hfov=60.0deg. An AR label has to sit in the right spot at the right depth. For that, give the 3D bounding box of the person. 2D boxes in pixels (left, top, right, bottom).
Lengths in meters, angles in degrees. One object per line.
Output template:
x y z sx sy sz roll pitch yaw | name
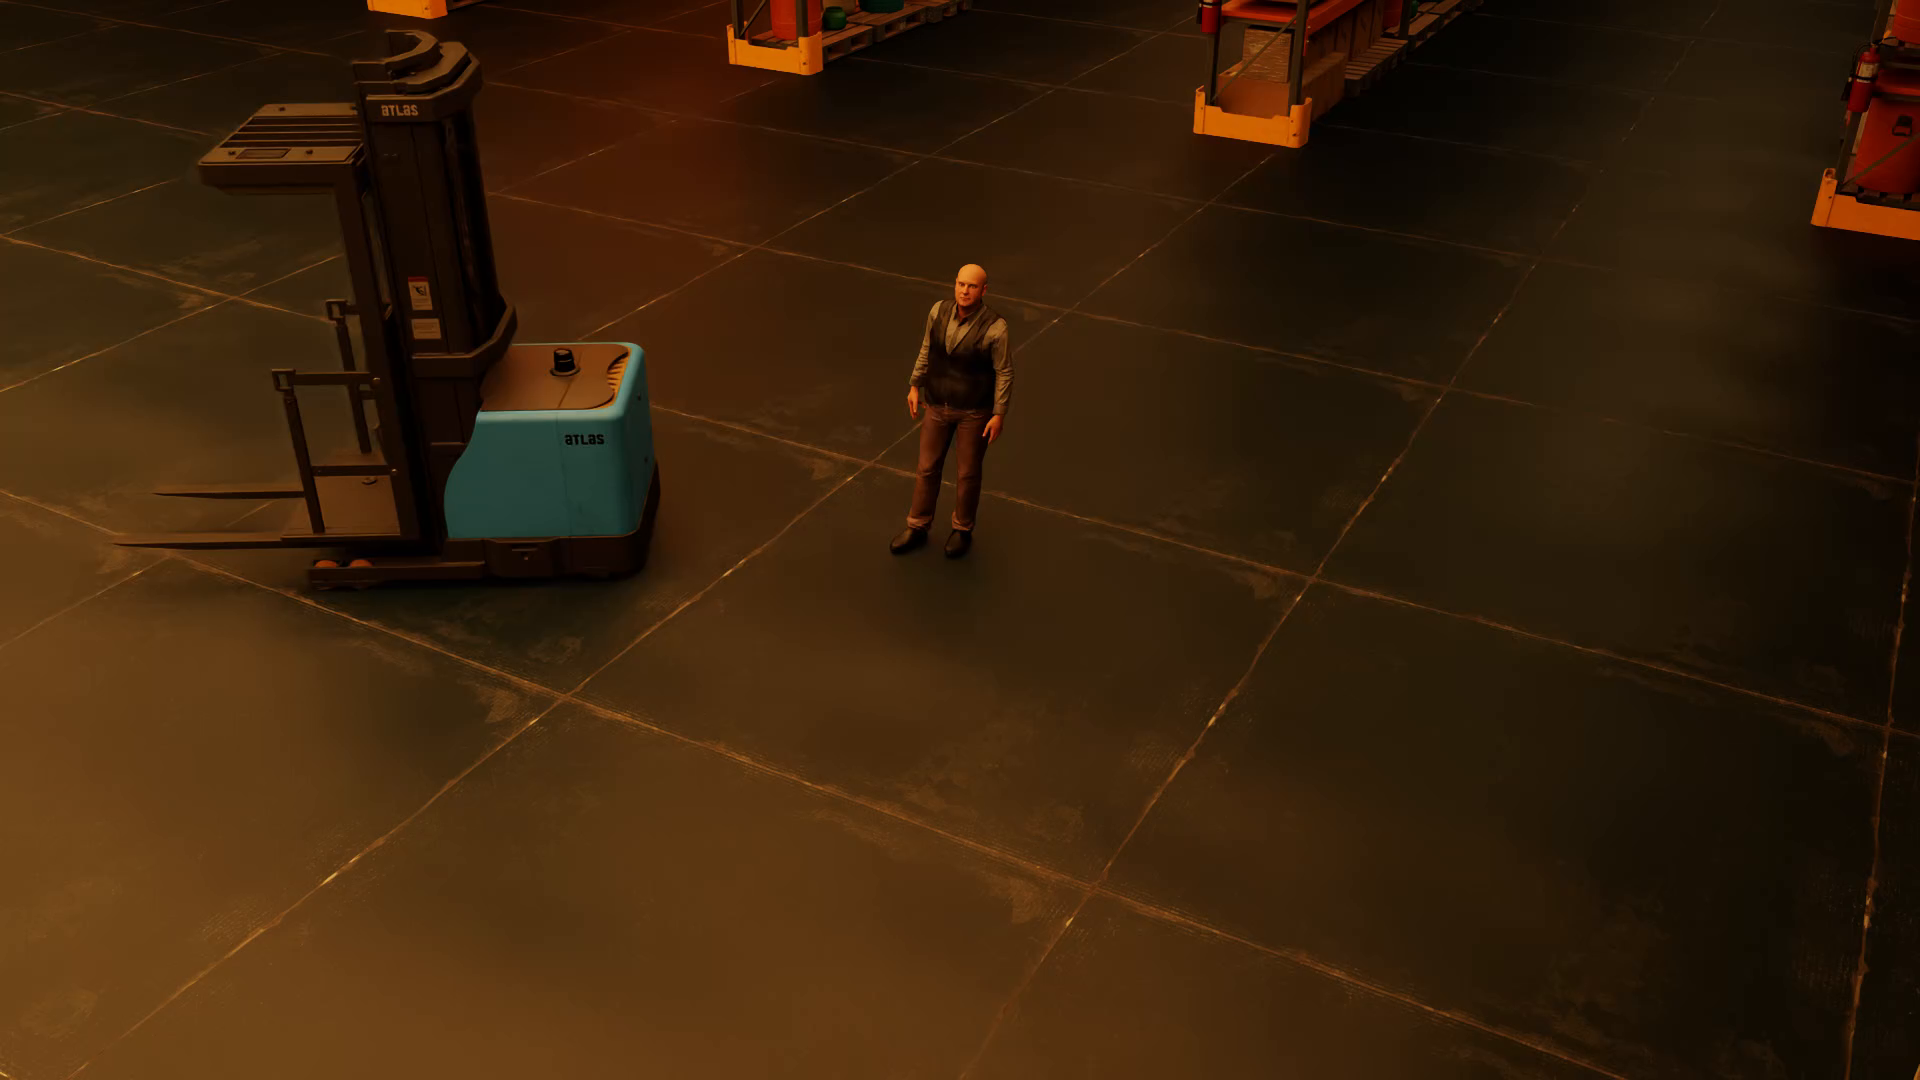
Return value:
-0.037 -0.727 9.525 0.632 1.720 0.568 15 33 25 | person

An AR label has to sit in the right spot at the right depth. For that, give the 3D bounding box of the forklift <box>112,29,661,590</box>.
-3.361 -1.255 9.245 3.031 2.935 1.130 -1 30 -2 | forklift
